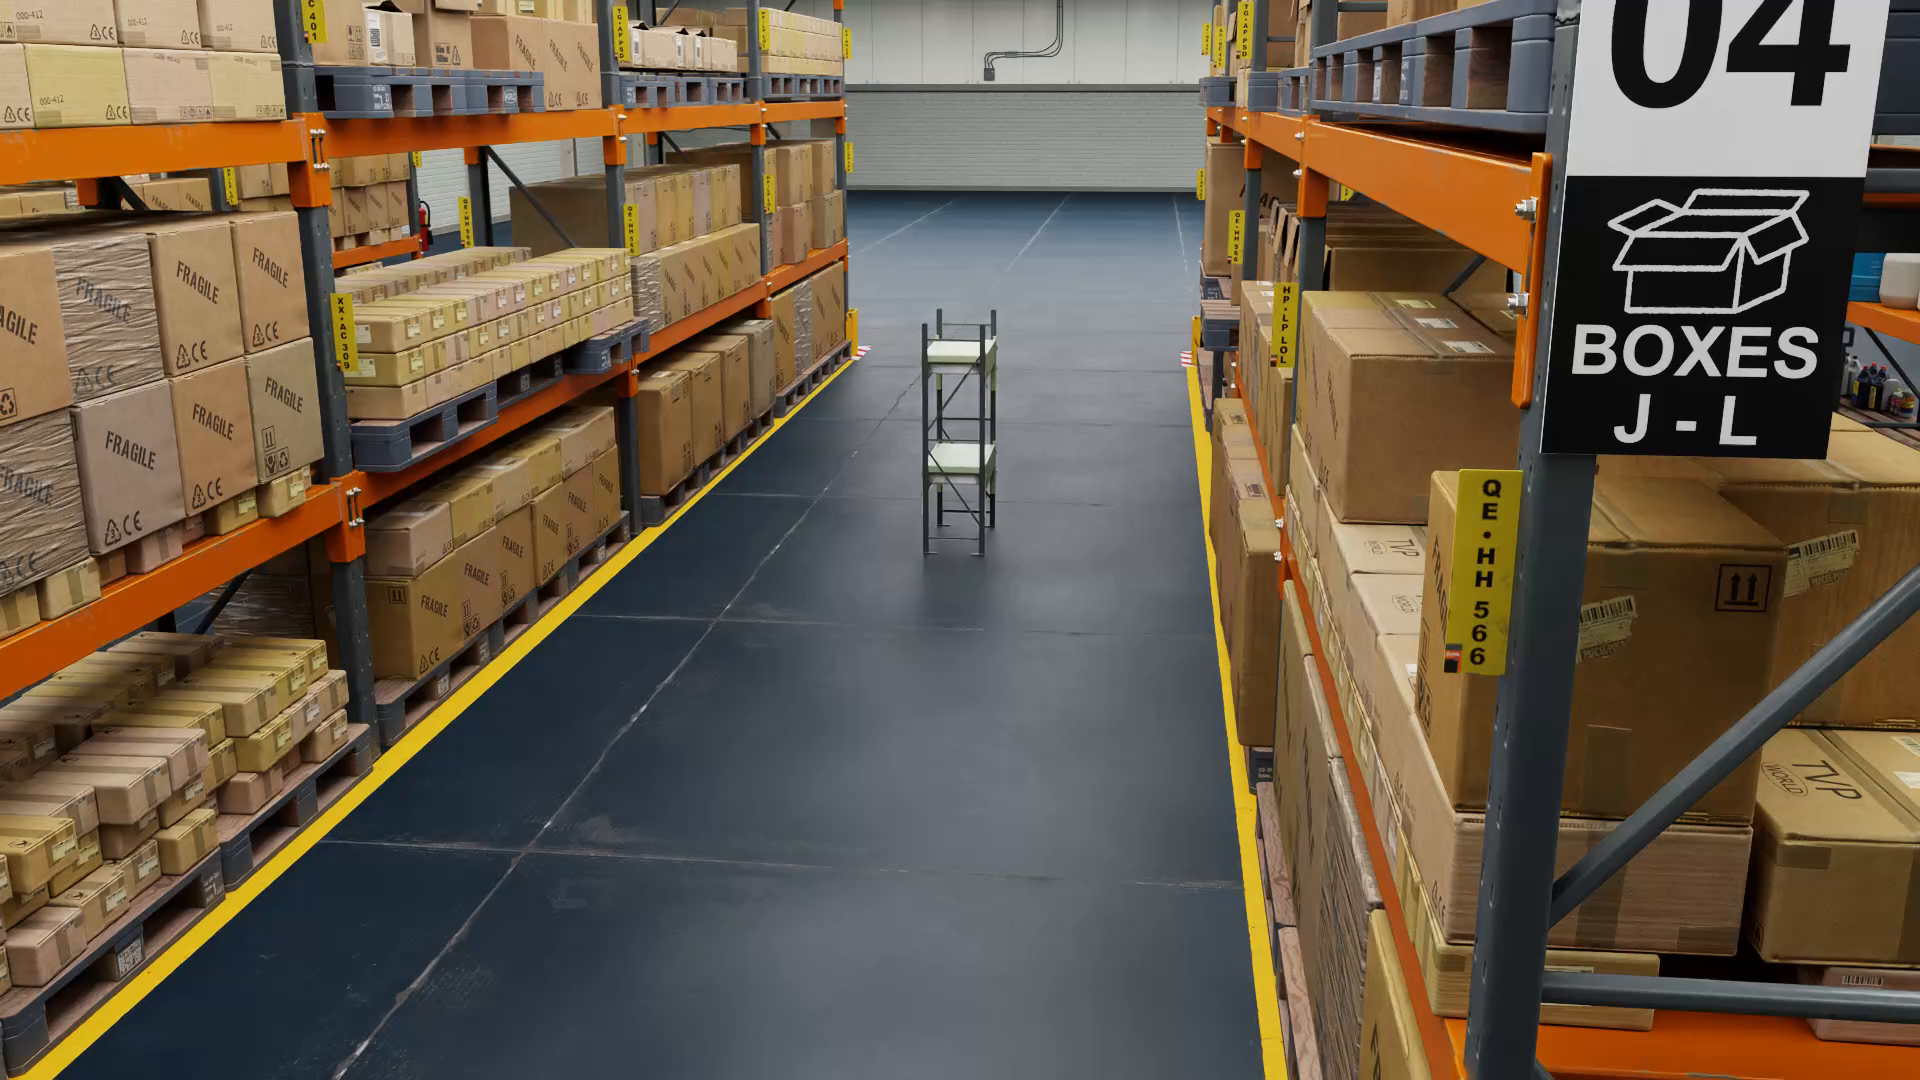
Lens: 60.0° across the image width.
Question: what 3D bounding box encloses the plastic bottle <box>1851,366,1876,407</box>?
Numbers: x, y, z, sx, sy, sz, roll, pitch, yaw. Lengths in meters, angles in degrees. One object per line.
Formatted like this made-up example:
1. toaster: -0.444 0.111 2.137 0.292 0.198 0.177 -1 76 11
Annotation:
1. plastic bottle: 7.978 -1.357 14.665 0.144 0.351 0.185 2 15 6

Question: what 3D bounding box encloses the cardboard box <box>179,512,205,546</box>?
1. cardboard box: -3.030 -0.060 6.120 0.380 0.149 0.250 1 15 5

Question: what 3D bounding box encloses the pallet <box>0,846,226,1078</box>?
1. pallet: -3.299 1.374 5.677 1.003 0.211 1.213 2 15 6

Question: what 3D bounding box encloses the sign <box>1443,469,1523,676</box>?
1. sign: 0.805 0.052 2.551 0.100 0.325 0.005 2 15 6

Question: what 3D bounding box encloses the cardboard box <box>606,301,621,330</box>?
1. cardboard box: -2.300 -1.378 10.188 0.380 0.149 0.250 2 15 6

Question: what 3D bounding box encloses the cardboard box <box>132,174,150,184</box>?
1. cardboard box: -7.043 -3.062 13.929 0.380 0.149 0.250 1 15 5

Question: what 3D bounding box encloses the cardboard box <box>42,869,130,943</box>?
1. cardboard box: -3.036 1.218 5.568 0.380 0.149 0.250 2 15 6

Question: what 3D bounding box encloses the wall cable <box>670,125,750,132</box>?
1. wall cable: -7.574 -13.591 50.133 3.097 2.526 0.112 2 15 6

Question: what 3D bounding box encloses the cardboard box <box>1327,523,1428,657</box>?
1. cardboard box: 1.303 0.141 4.610 0.500 0.250 0.500 2 15 6

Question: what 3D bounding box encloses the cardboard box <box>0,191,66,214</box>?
1. cardboard box: -7.216 -2.400 12.724 0.500 0.500 0.500 2 15 7

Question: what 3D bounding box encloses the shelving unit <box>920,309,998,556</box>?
1. shelving unit: 0.001 -0.726 10.973 0.431 1.500 0.755 2 15 6

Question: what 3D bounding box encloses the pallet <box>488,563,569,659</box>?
1. pallet: -2.901 0.362 9.419 1.003 0.211 1.213 2 15 6

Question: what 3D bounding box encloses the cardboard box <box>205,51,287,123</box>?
1. cardboard box: -2.910 -1.705 6.263 0.500 0.250 0.500 2 15 8

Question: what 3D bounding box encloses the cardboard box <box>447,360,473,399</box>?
1. cardboard box: -2.564 -0.772 7.946 0.380 0.149 0.250 2 15 7

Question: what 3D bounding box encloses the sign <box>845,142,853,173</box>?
1. sign: -1.231 -4.231 18.390 0.100 0.325 0.005 2 15 6

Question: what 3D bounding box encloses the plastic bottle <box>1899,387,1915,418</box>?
1. plastic bottle: 8.089 -1.187 14.188 0.097 0.271 0.097 0 15 0

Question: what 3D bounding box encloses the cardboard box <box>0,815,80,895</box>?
1. cardboard box: -3.049 0.991 5.268 0.380 0.149 0.250 2 15 7

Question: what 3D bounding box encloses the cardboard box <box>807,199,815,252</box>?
1. cardboard box: -1.994 -3.267 17.211 0.875 0.550 0.550 2 15 6

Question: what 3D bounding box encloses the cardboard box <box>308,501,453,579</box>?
1. cardboard box: -2.777 -0.007 7.988 0.500 0.250 0.500 1 15 4

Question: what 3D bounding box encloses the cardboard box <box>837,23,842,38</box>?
1. cardboard box: -1.470 -5.443 17.754 0.380 0.149 0.250 2 15 7

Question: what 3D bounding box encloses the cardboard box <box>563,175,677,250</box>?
1. cardboard box: -2.500 -2.414 12.235 0.700 0.500 0.500 1 15 5

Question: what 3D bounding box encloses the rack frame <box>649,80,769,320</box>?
1. rack frame: -2.220 -2.540 14.808 1.000 3.000 0.127 2 15 6

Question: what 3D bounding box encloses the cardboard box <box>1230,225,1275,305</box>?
1. cardboard box: 2.230 -1.870 11.335 0.700 0.500 0.500 4 16 15

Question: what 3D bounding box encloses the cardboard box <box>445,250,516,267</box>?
1. cardboard box: -2.944 -1.687 10.192 0.380 0.149 0.250 1 15 5

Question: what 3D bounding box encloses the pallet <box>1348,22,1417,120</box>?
1. pallet: 1.551 -1.170 4.167 1.003 0.211 1.213 2 15 6

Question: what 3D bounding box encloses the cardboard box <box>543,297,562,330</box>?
1. cardboard box: -2.418 -1.251 9.150 0.380 0.149 0.250 2 15 8

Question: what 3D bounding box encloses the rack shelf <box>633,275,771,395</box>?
1. rack shelf: -2.446 -1.674 12.984 1.077 0.370 4.000 2 15 6

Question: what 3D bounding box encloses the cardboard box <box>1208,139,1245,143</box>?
1. cardboard box: 2.697 -3.686 16.369 0.500 0.500 0.500 2 15 6

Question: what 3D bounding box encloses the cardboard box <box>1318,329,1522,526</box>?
1. cardboard box: 1.368 -0.347 4.978 0.500 0.500 0.500 1 15 4

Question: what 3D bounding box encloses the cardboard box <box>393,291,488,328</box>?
1. cardboard box: -2.534 -1.126 8.116 0.380 0.149 0.250 1 15 6

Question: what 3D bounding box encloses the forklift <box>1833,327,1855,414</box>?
1. forklift: 5.502 -1.486 11.043 3.031 2.935 1.130 11 19 36

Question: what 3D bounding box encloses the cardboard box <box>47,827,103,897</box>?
1. cardboard box: -3.131 1.062 5.574 0.380 0.149 0.250 2 15 9

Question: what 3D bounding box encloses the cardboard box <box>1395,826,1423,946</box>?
1. cardboard box: 1.083 0.697 3.321 0.380 0.149 0.250 2 15 7

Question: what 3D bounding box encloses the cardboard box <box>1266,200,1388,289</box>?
1. cardboard box: 2.147 -1.673 9.491 0.797 0.503 0.637 2 15 8

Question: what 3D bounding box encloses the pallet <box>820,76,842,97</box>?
1. pallet: -1.842 -4.790 17.552 1.003 0.211 1.213 2 15 6

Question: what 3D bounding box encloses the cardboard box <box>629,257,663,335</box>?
1. cardboard box: -2.353 -1.659 11.360 0.500 0.500 0.500 2 15 7

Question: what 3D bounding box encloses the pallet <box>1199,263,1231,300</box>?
1. pallet: 2.466 -2.081 13.479 1.003 0.211 1.213 2 15 6

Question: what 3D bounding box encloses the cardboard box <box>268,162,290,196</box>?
1. cardboard box: -6.806 -3.573 15.954 0.700 0.500 0.500 2 15 7

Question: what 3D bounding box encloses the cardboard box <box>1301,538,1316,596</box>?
1. cardboard box: 1.343 0.100 5.526 0.380 0.149 0.250 1 15 5

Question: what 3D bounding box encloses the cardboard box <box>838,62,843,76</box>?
1. cardboard box: -1.470 -5.059 17.862 0.380 0.149 0.250 2 15 6

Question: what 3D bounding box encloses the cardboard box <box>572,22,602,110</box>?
1. cardboard box: -2.484 -2.843 9.992 0.500 0.500 0.500 2 15 6

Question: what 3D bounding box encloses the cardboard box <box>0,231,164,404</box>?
1. cardboard box: -3.032 -0.743 5.486 0.500 0.500 0.500 2 15 8

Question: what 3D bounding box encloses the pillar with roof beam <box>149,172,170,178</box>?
1. pillar with roof beam: -7.651 -8.013 23.558 9.100 9.000 0.400 2 15 6

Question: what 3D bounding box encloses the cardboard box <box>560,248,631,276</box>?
1. cardboard box: -2.271 -1.730 10.352 0.380 0.149 0.250 1 15 4

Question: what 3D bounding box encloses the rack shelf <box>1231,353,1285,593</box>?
1. rack shelf: 2.020 -0.464 8.510 1.077 0.370 4.000 2 15 6

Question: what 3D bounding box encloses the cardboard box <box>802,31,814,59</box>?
1. cardboard box: -1.719 -4.822 16.222 0.500 0.250 0.500 2 15 7

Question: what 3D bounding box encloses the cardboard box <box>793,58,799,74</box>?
1. cardboard box: -1.729 -4.466 15.670 0.380 0.149 0.250 1 15 5

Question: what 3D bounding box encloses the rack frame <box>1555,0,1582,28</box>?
1. rack frame: 1.343 -2.151 1.878 1.000 3.000 0.127 2 15 6

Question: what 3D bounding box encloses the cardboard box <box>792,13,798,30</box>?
1. cardboard box: -1.728 -4.851 15.568 0.380 0.149 0.250 2 15 7

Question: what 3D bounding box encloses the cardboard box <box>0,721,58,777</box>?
1. cardboard box: -3.554 0.773 6.073 0.380 0.149 0.250 2 15 7

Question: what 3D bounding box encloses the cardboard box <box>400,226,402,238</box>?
1. cardboard box: -6.528 -3.472 18.738 0.380 0.149 0.250 2 15 8

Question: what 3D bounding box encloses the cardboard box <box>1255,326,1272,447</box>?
1. cardboard box: 1.690 -0.734 7.939 0.500 0.500 0.500 2 15 6

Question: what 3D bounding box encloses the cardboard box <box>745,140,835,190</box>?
1. cardboard box: -1.849 -4.076 18.133 0.875 0.550 0.550 2 15 6

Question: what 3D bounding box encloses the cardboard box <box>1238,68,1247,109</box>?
1. cardboard box: 2.098 -2.965 10.922 0.500 0.250 0.500 2 15 6

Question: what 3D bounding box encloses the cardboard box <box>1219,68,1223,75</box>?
1. cardboard box: 2.515 -4.235 14.854 0.380 0.149 0.250 1 15 5

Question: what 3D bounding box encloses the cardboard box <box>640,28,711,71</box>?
1. cardboard box: -2.200 -3.735 12.655 0.500 0.311 0.500 1 15 4
